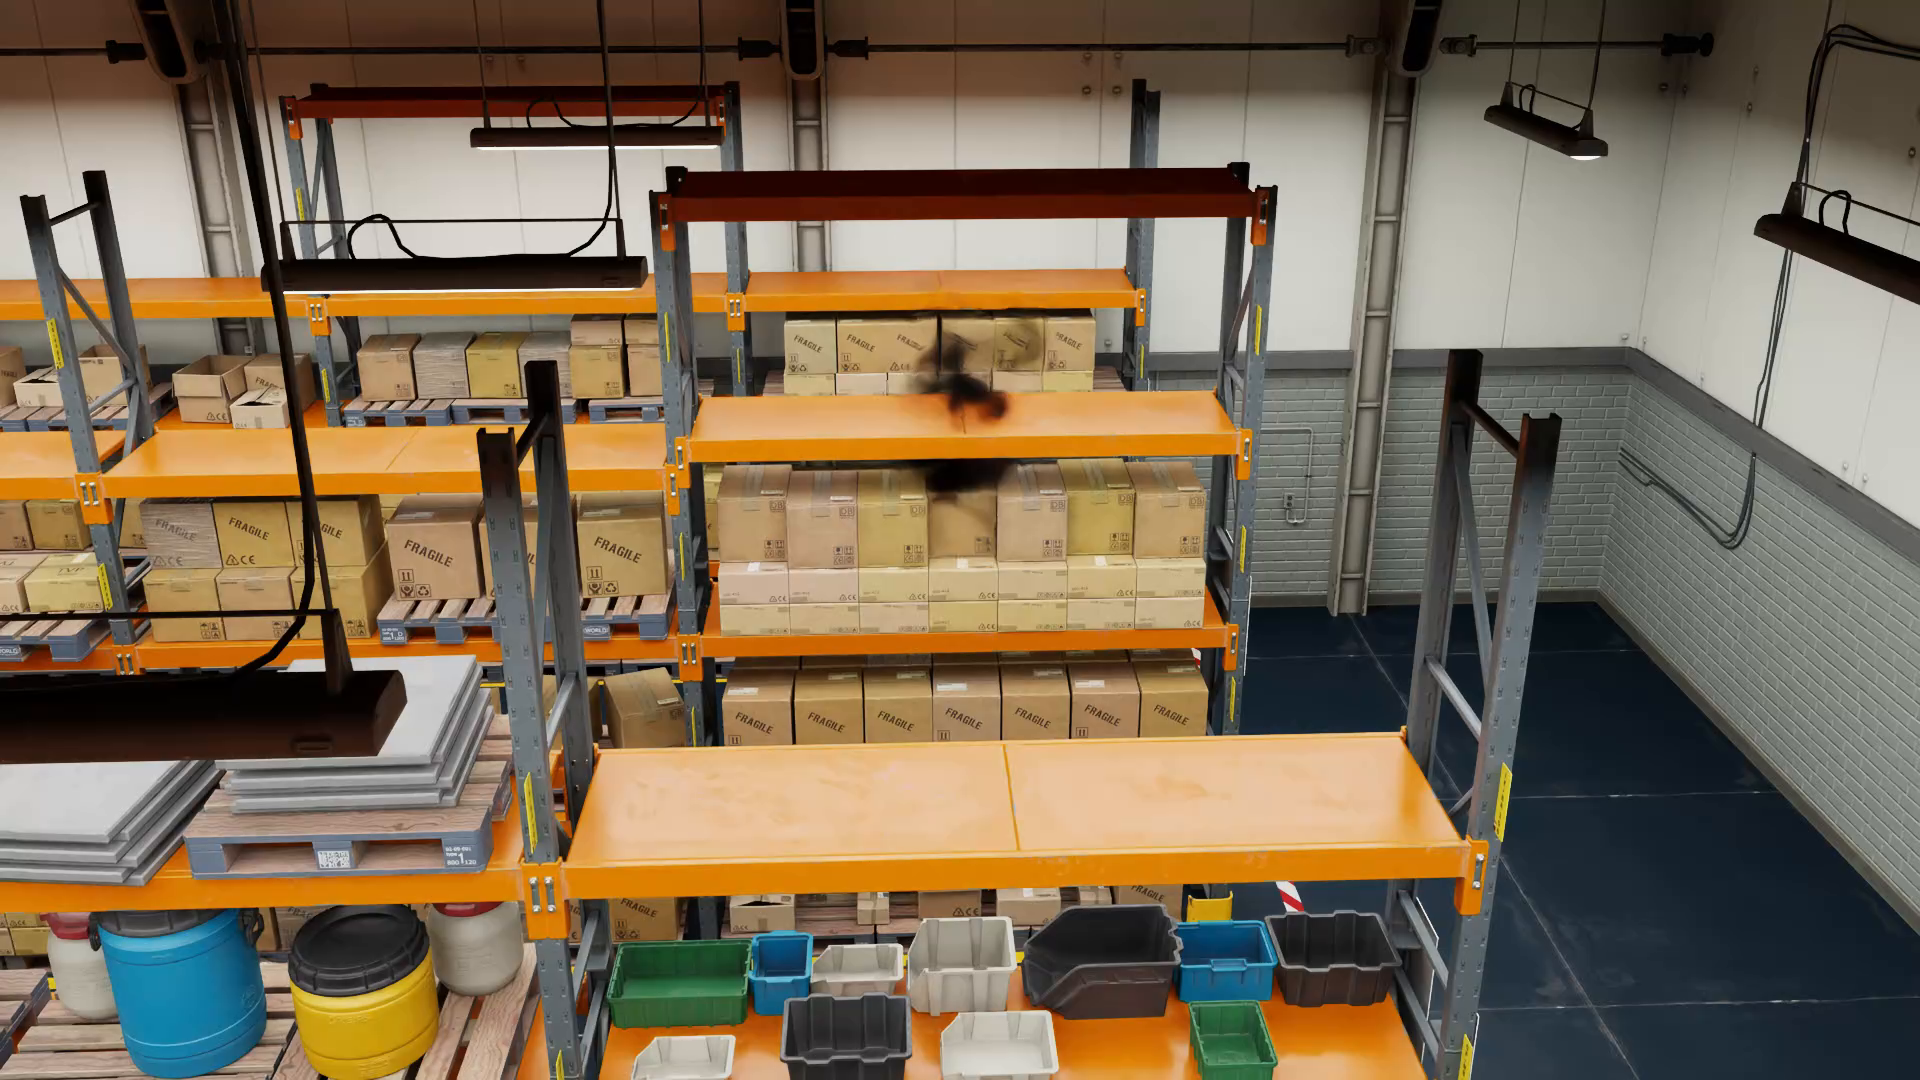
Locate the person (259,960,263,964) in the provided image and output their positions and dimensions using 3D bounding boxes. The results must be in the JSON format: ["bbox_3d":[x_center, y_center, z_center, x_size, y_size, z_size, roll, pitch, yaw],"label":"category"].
[{"bbox_3d":[-4.703,3.297,10.907,0.549,1.627,0.606,-1,22,-3],"label":"person"}]
